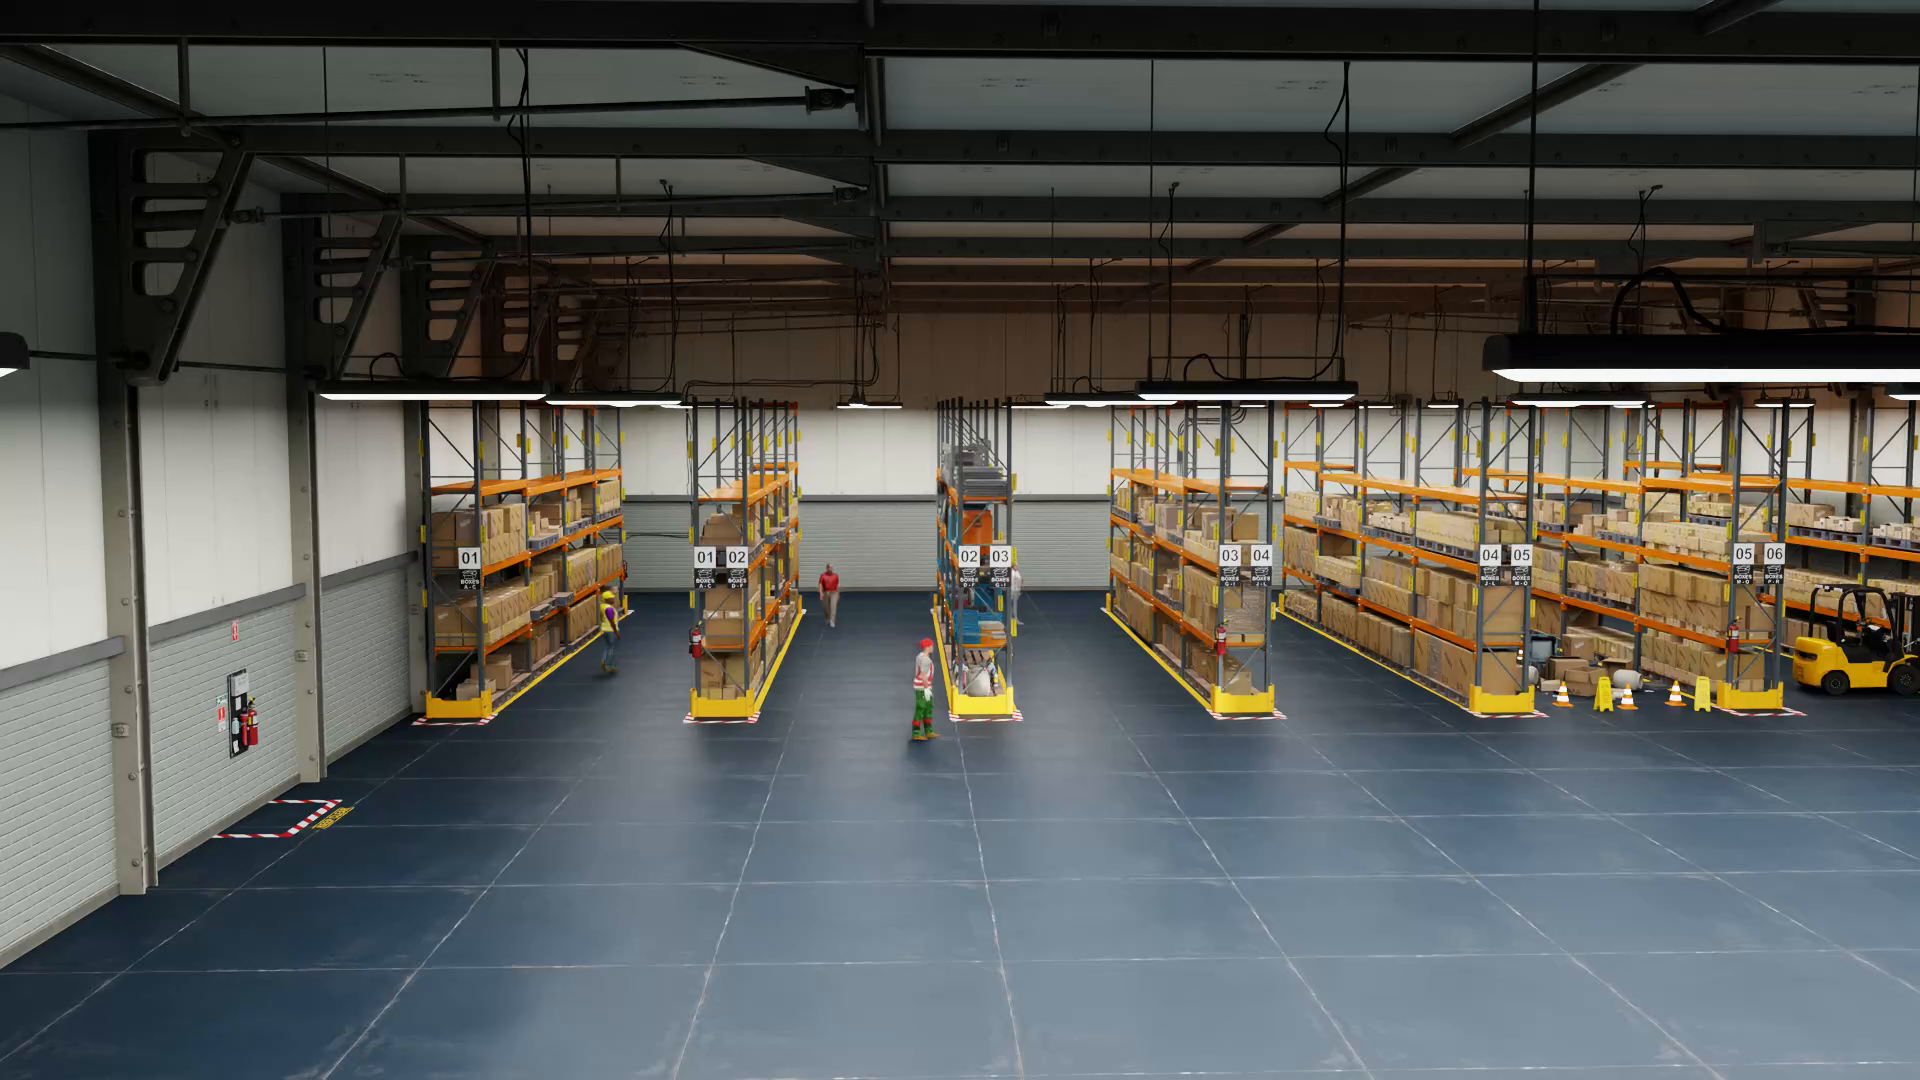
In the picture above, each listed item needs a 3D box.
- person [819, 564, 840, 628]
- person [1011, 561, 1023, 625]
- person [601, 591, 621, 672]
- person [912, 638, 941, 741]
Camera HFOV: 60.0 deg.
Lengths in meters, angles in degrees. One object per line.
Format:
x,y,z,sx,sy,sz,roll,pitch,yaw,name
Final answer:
-3.481,1.464,44.204,0.552,1.667,1.032,0,4,2,person
1.543,1.414,44.967,0.512,1.693,0.517,3,5,30,person
-7.681,2.009,36.533,0.590,1.774,0.475,3,5,35,person
-0.578,2.606,28.997,0.506,1.791,0.663,0,4,-1,person
